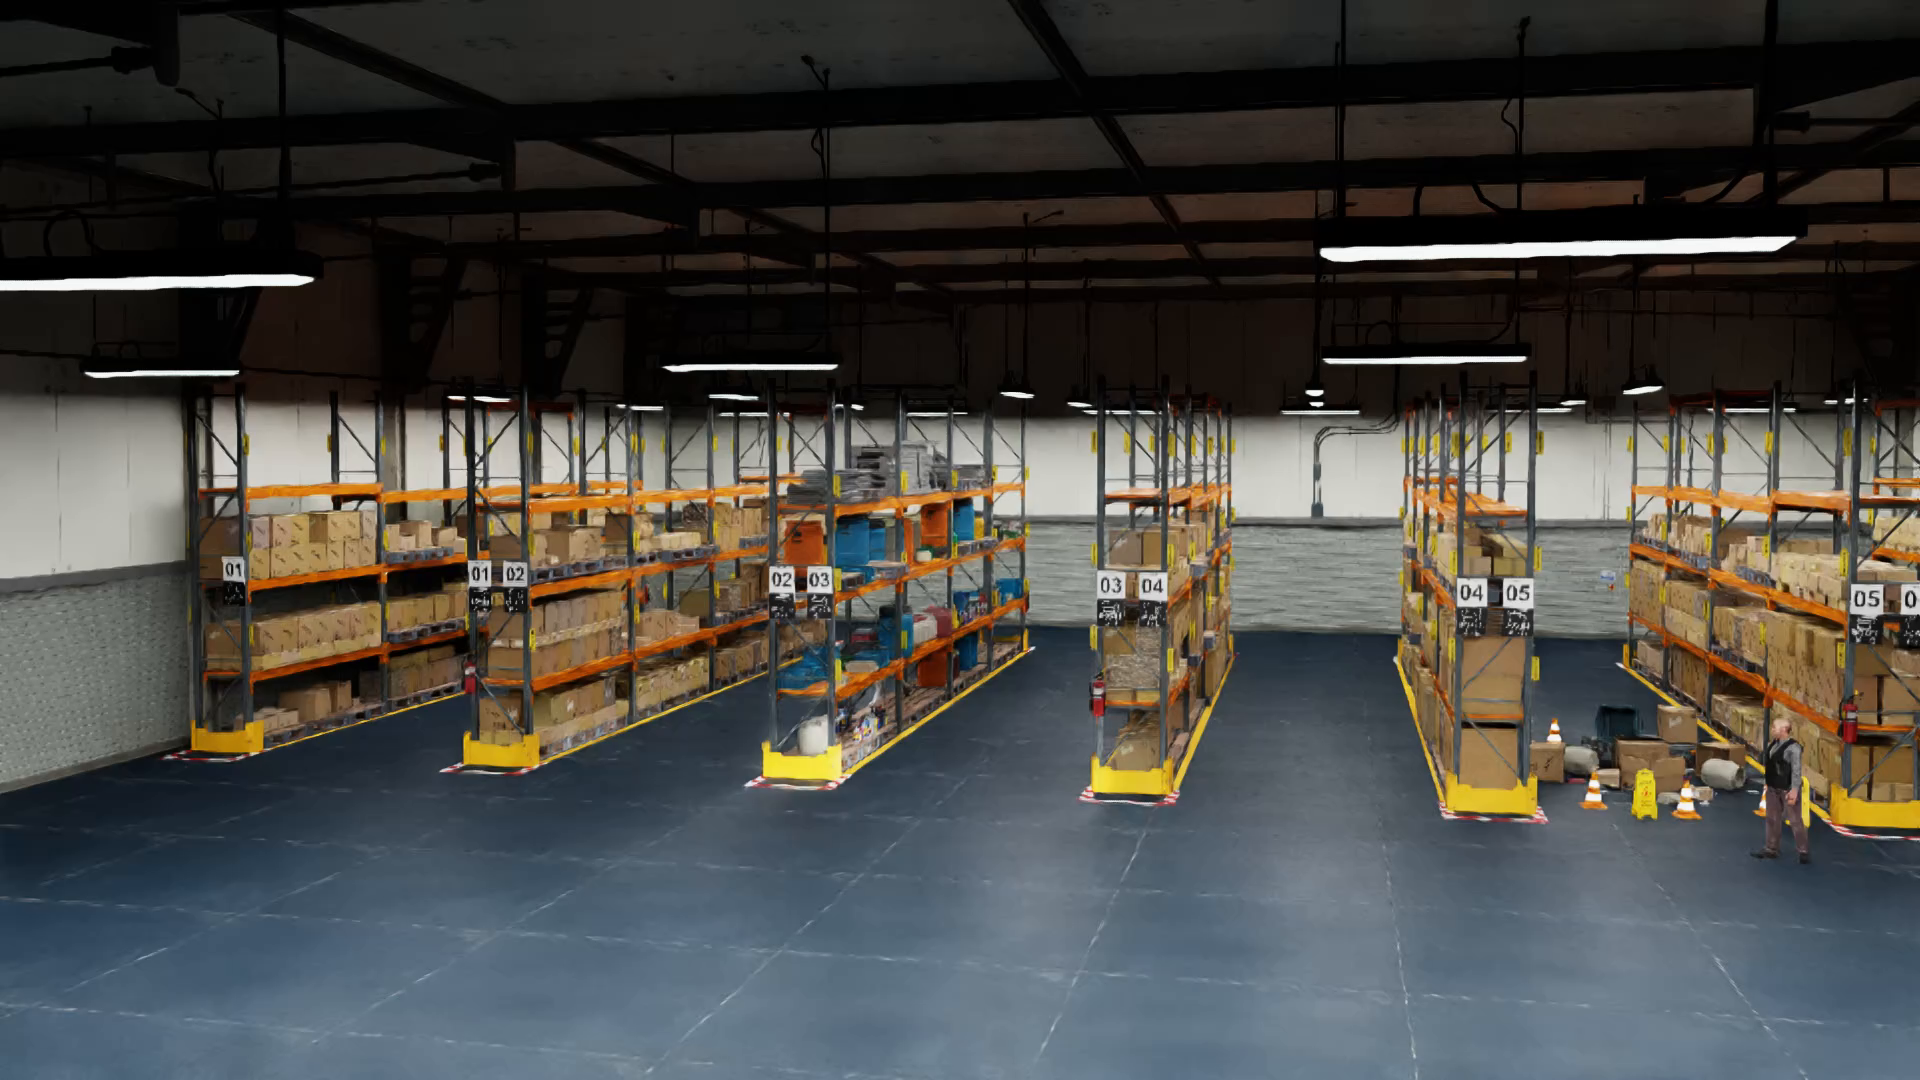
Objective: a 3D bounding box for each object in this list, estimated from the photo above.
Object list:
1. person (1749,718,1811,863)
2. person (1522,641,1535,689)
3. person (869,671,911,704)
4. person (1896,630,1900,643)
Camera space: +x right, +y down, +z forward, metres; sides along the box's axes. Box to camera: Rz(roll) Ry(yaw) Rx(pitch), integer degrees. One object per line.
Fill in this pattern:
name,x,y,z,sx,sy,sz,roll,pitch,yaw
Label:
person,9.930,3.002,20.022,0.551,1.722,0.638,0,3,-8
person,11.515,2.177,34.133,0.498,1.731,0.588,3,4,43
person,-1.306,2.338,31.729,0.491,1.628,0.963,2,4,34
person,21.301,1.990,37.283,0.577,1.784,0.653,-1,3,-10
